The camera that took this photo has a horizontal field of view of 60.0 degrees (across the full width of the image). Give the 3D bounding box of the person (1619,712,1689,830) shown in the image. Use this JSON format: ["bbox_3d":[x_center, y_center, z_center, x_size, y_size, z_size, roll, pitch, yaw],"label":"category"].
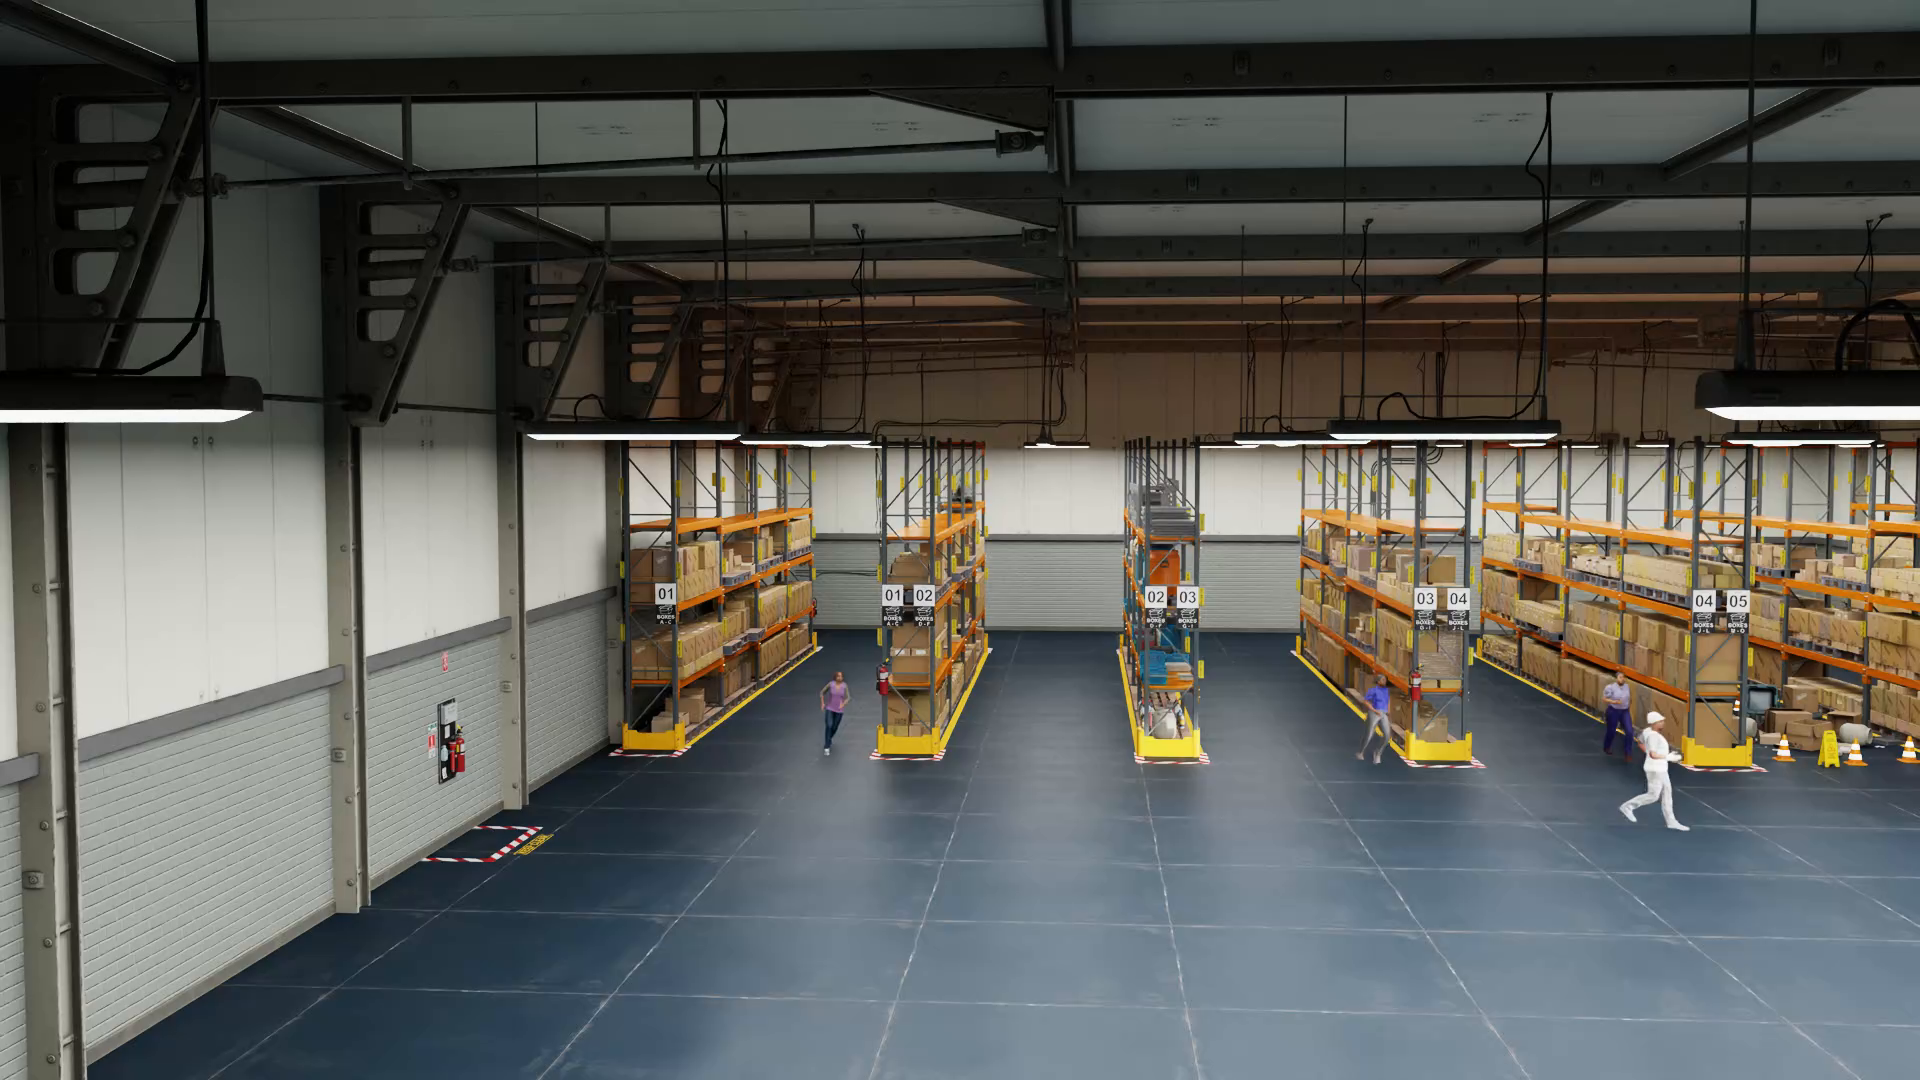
[{"bbox_3d":[10.470,3.473,25.046,0.980,1.774,0.682,1,3,25],"label":"person"}]

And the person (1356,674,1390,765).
[{"bbox_3d":[7.687,3.286,30.576,0.658,1.657,0.662,-1,3,-18],"label":"person"}]

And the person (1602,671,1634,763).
[{"bbox_3d":[12.194,3.271,30.864,0.624,1.676,0.818,0,3,-2],"label":"person"}]

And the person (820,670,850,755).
[{"bbox_3d":[-2.381,3.263,31.708,0.583,1.574,0.735,0,3,-8],"label":"person"}]
